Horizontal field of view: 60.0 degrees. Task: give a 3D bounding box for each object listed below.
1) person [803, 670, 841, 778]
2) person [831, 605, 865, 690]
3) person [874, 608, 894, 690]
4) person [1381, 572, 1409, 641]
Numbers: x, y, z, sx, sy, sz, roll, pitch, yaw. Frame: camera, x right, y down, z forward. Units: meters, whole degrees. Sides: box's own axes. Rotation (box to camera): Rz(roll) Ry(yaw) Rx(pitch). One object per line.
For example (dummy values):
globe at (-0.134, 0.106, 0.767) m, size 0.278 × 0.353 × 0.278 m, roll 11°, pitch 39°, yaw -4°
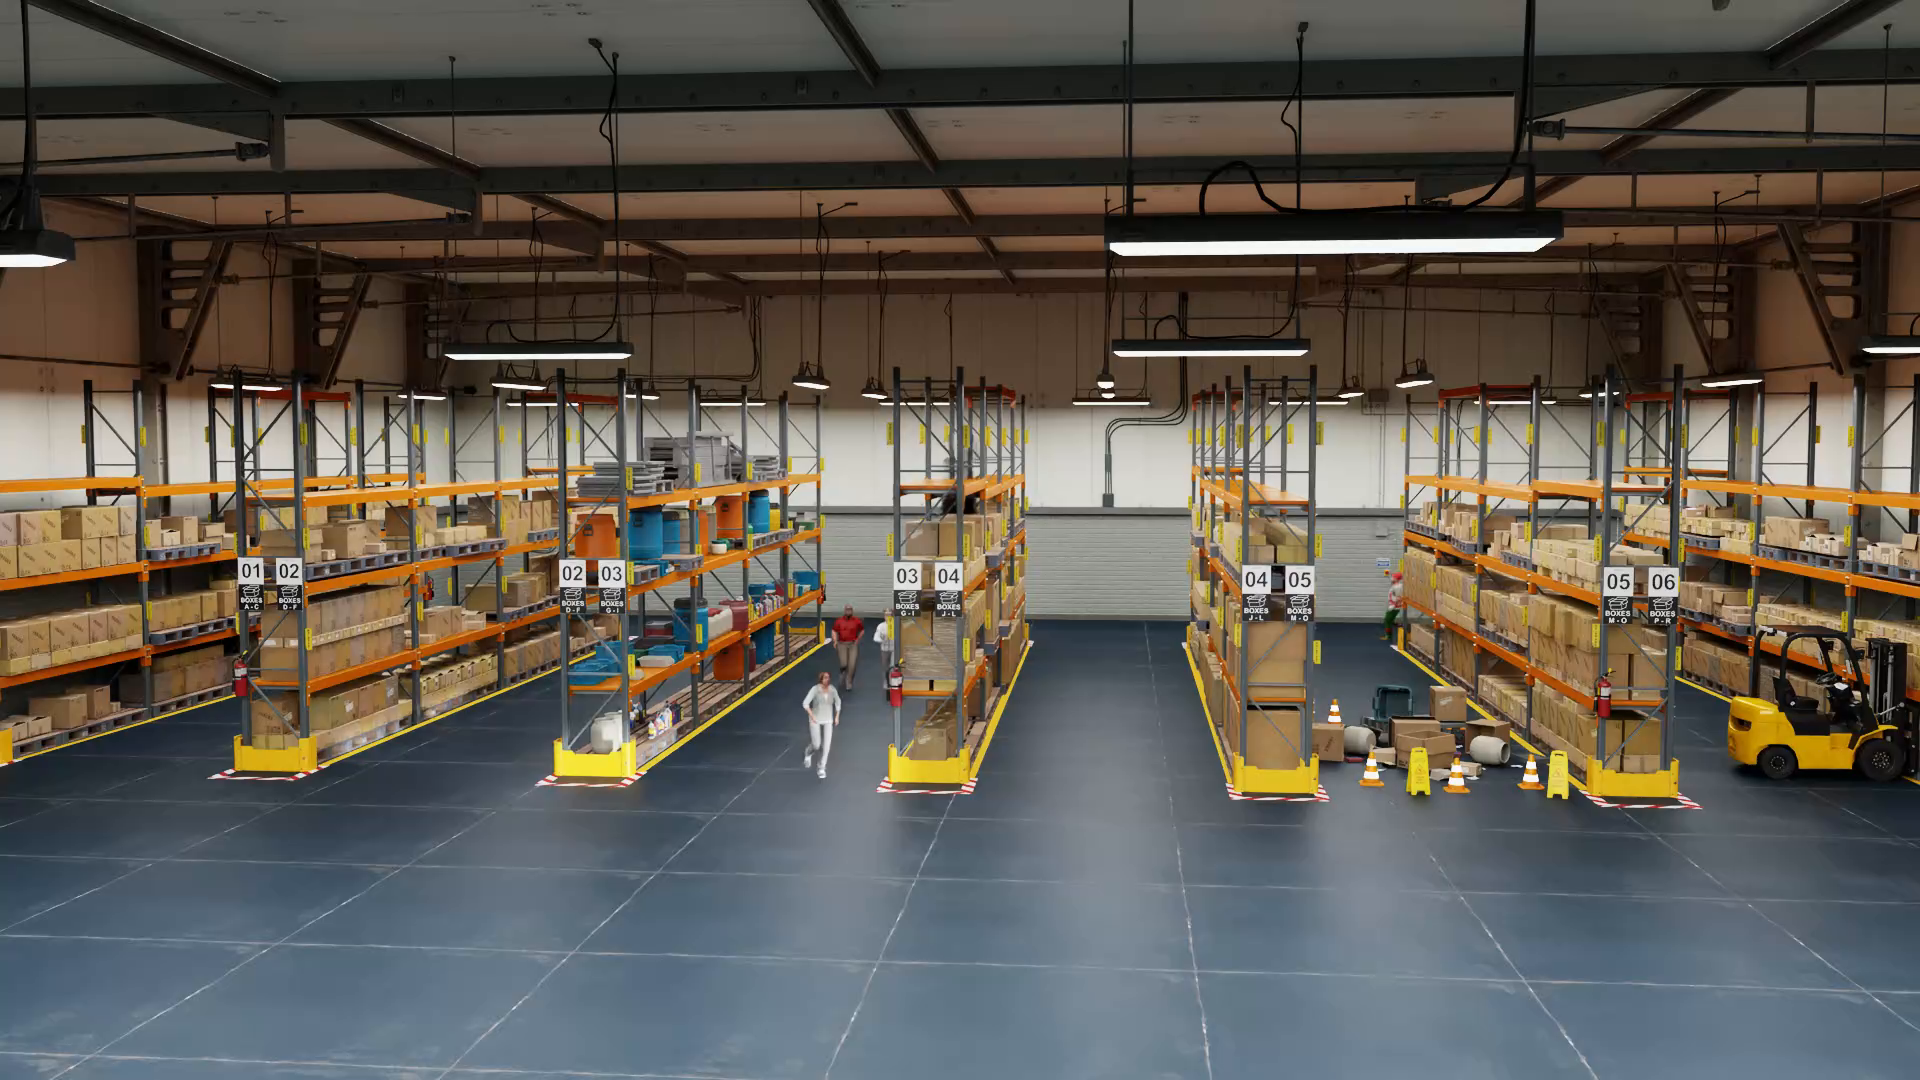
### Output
person at (-2.043, 2.695, 24.624) m, size 0.590 × 1.578 × 0.647 m, roll -1°, pitch 4°, yaw -22°
person at (-2.211, 2.119, 32.950) m, size 0.664 × 1.670 × 0.601 m, roll 0°, pitch 4°, yaw -7°
person at (-1.342, 2.161, 32.103) m, size 0.620 × 1.727 × 0.926 m, roll 0°, pitch 4°, yaw 6°
person at (10.584, 1.633, 40.407) m, size 0.708 × 1.717 × 0.706 m, roll 1°, pitch 4°, yaw 16°
